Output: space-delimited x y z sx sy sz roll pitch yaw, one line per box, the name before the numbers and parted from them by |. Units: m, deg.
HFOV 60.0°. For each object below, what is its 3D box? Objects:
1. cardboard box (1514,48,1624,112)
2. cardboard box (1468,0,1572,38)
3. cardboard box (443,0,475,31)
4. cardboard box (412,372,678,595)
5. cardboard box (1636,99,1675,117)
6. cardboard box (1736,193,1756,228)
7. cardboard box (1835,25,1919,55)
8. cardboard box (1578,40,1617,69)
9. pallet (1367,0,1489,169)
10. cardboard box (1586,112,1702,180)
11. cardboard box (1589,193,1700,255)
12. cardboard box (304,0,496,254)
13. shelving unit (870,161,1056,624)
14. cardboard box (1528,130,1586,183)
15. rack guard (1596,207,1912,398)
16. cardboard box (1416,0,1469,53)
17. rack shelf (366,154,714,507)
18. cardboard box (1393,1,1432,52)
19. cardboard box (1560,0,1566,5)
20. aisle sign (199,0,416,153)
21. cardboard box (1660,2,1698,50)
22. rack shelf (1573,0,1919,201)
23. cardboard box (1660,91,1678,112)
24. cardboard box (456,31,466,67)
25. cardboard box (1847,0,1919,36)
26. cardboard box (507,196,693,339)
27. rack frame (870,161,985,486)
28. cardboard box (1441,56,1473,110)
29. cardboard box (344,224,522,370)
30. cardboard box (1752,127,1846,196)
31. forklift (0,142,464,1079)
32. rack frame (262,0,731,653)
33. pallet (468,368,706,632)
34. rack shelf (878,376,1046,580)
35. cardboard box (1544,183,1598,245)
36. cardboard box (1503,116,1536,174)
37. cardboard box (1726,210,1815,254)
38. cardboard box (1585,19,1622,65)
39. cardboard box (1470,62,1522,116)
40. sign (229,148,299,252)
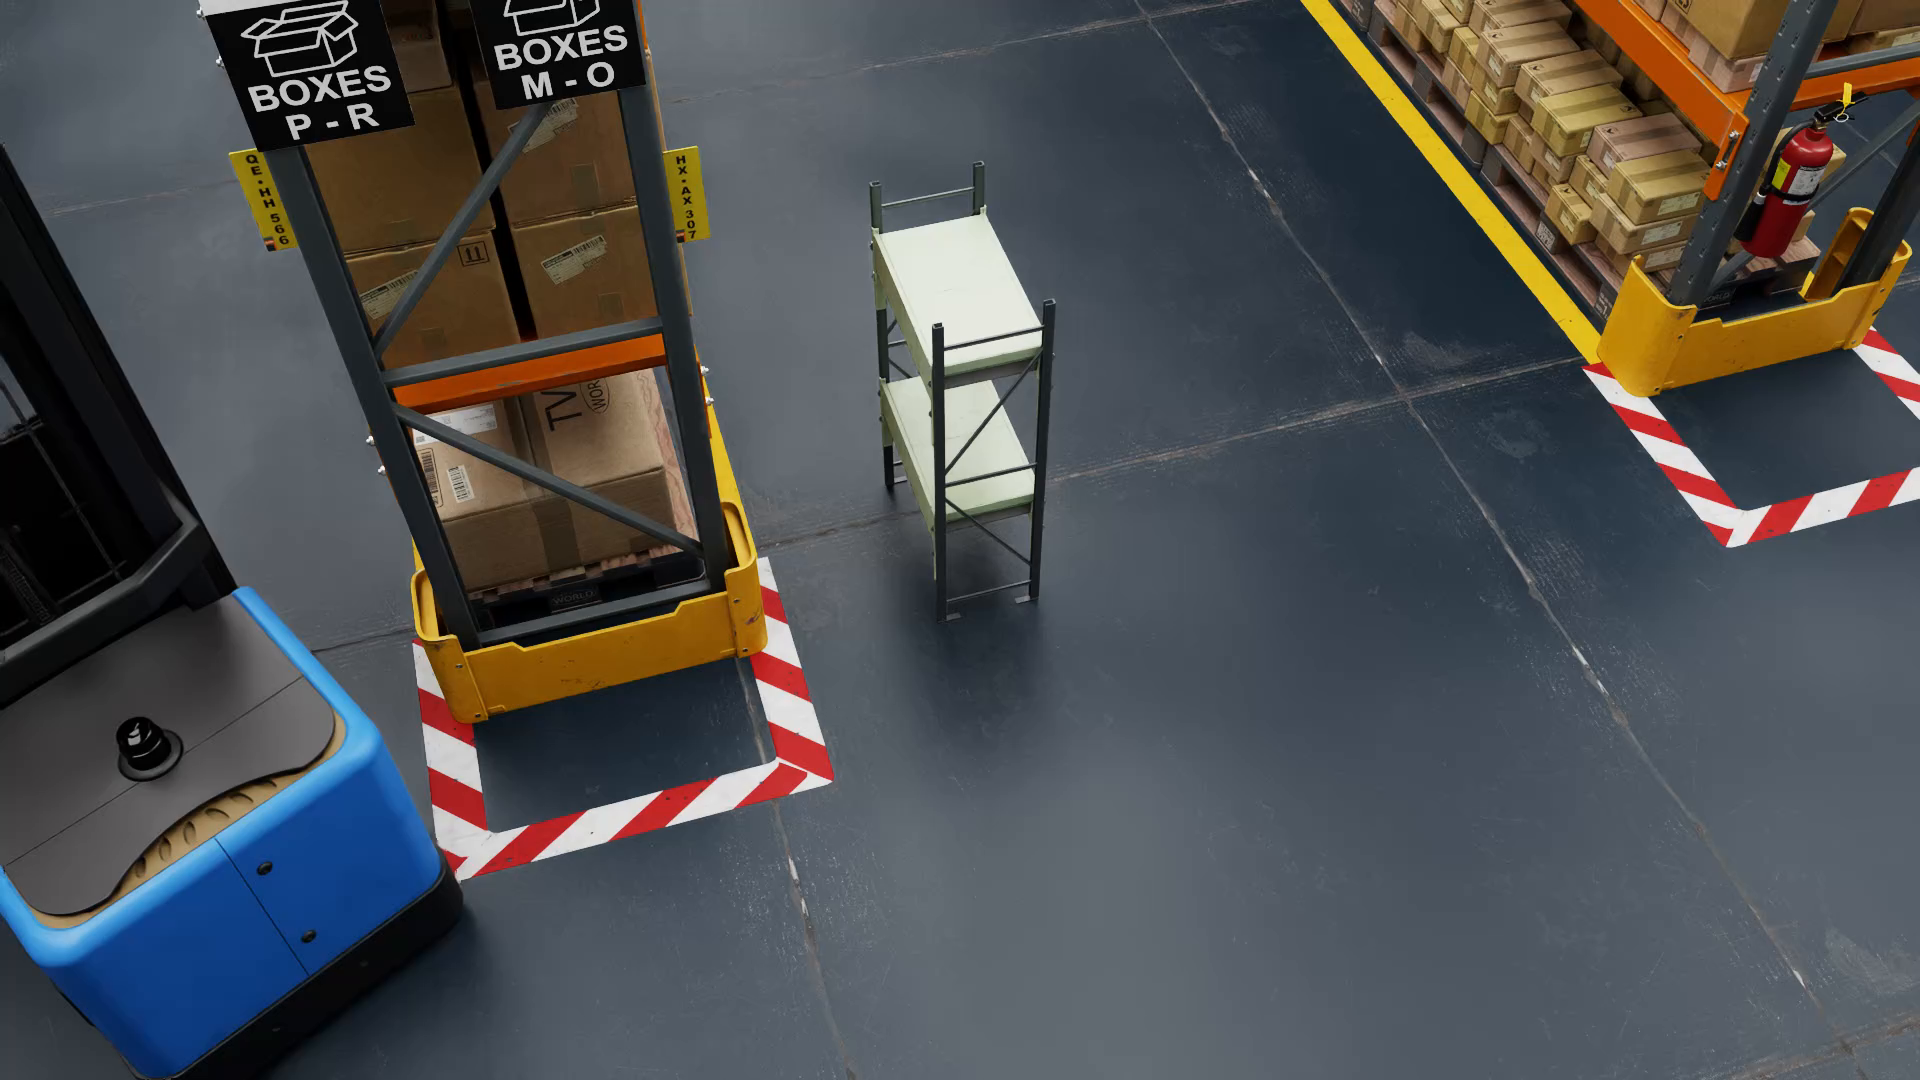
cardboard box | 2.748 -2.058 7.514 0.380 0.149 0.250 -15 52 -12
cardboard box | 2.643 -2.459 7.852 0.380 0.149 0.250 -15 51 -12
cardboard box | -1.305 -1.628 4.806 0.380 0.149 0.250 -12 51 -10
cardboard box | -1.610 -0.336 6.262 0.875 0.438 0.875 -15 51 -12
cardboard box | 3.286 -1.885 7.562 0.380 0.149 0.250 -13 51 -11
cardboard box | 3.470 -1.513 7.249 0.380 0.149 0.250 -11 51 -9
cardboard box | 3.597 -1.990 6.420 0.380 0.149 0.250 -14 51 -11
cardboard box | 3.145 -2.269 7.886 0.380 0.149 0.250 -16 52 -13
pallet | 2.794 -2.408 8.431 1.003 0.211 1.213 -13 51 -11
cardboard box | 2.962 -1.694 7.207 0.380 0.149 0.250 -12 51 -10
cardboard box | 2.951 -1.393 7.148 0.380 0.149 0.250 -15 51 -12
cardboard box | -1.689 -1.220 4.887 0.500 0.500 0.500 -12 51 -10
shelving unit | -0.002 -0.488 5.970 0.431 1.500 0.755 -13 51 -11
cardboard box | 2.796 -1.772 7.467 0.380 0.149 0.250 -15 52 -12
rack guard | 3.358 -1.010 7.064 1.175 0.500 0.348 -13 51 -11
cardboard box | 2.464 -2.534 8.109 0.380 0.149 0.250 -13 51 -11
rack shelf | -1.910 -1.796 6.562 1.077 0.370 4.000 -13 51 -11
cardboard box | 2.420 -2.621 8.377 0.380 0.149 0.250 -15 51 -12
cardboard box | 2.976 -2.746 8.094 0.380 0.149 0.250 -13 51 -11
aisle sign | -1.594 -1.282 3.958 0.394 0.787 0.004 -13 51 -11
cardboard box | 2.976 -2.043 6.465 0.380 0.149 0.250 -13 51 -11
rack shelf | 2.789 -2.989 7.568 1.077 0.370 4.000 -13 51 -11
cardboard box | 3.401 -2.015 7.477 0.380 0.149 0.250 -13 51 -11
cardboard box | -2.010 -1.635 5.891 0.500 0.500 0.500 -12 51 -10
cardboard box | 3.511 -2.278 6.239 0.500 0.500 0.500 -11 51 -9
cardboard box | -1.186 -1.015 5.368 0.500 0.500 0.500 -14 51 -11
rack frame | -0.110 -0.756 6.196 0.400 1.500 0.023 -13 51 -11
cardboard box | 2.574 -2.245 8.060 0.380 0.149 0.250 -12 51 -10
cardboard box | -1.714 -0.892 5.264 0.500 0.500 0.500 -13 51 -11
cardboard box | 3.550 -1.628 7.151 0.380 0.149 0.250 -15 52 -13
forklift | -3.014 -0.247 4.831 1.130 2.935 3.031 -37 59 -27
rack frame | -1.319 -0.567 5.056 1.000 3.000 0.127 -13 51 -11
pallet | -1.630 -0.234 6.599 1.003 0.211 1.213 -13 51 -11
rack shelf | -0.002 -0.278 6.220 0.431 0.370 0.720 -13 51 -11
cardboard box | 2.852 -1.479 7.414 0.380 0.149 0.250 -12 51 -10
cardboard box | 2.771 -1.869 7.743 0.380 0.149 0.250 -13 51 -11
cardboard box | 3.531 -1.432 7.375 0.380 0.149 0.250 -12 51 -10
cardboard box | 3.176 -2.382 7.787 0.380 0.149 0.250 -12 51 -10
cardboard box | 2.630 -2.148 7.784 0.380 0.149 0.250 -13 51 -10
sign | -1.841 -0.904 4.428 0.100 0.325 0.005 -13 51 -11
